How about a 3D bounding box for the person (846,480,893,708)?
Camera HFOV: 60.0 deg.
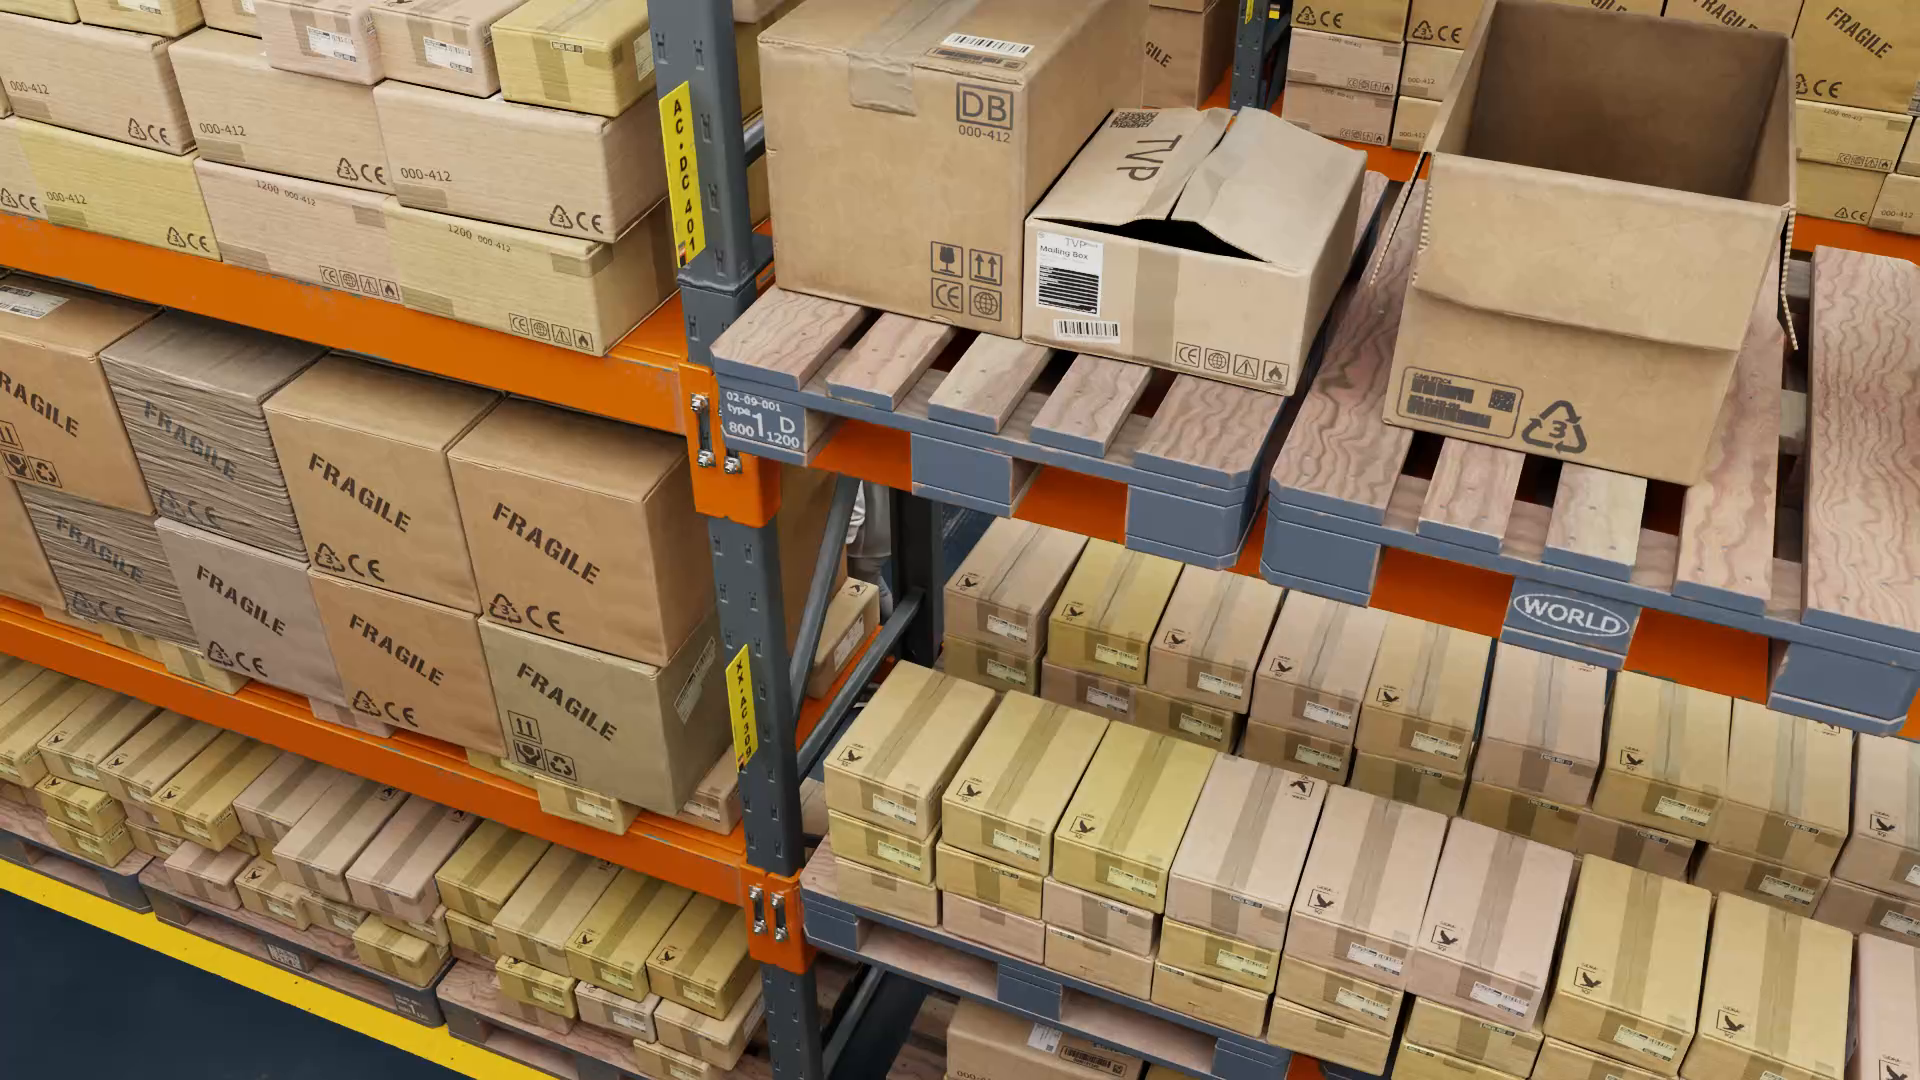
[{"bbox_3d":[-0.375,-0.032,6.210,0.341,1.583,0.484,7,39,9],"label":"person"}]
